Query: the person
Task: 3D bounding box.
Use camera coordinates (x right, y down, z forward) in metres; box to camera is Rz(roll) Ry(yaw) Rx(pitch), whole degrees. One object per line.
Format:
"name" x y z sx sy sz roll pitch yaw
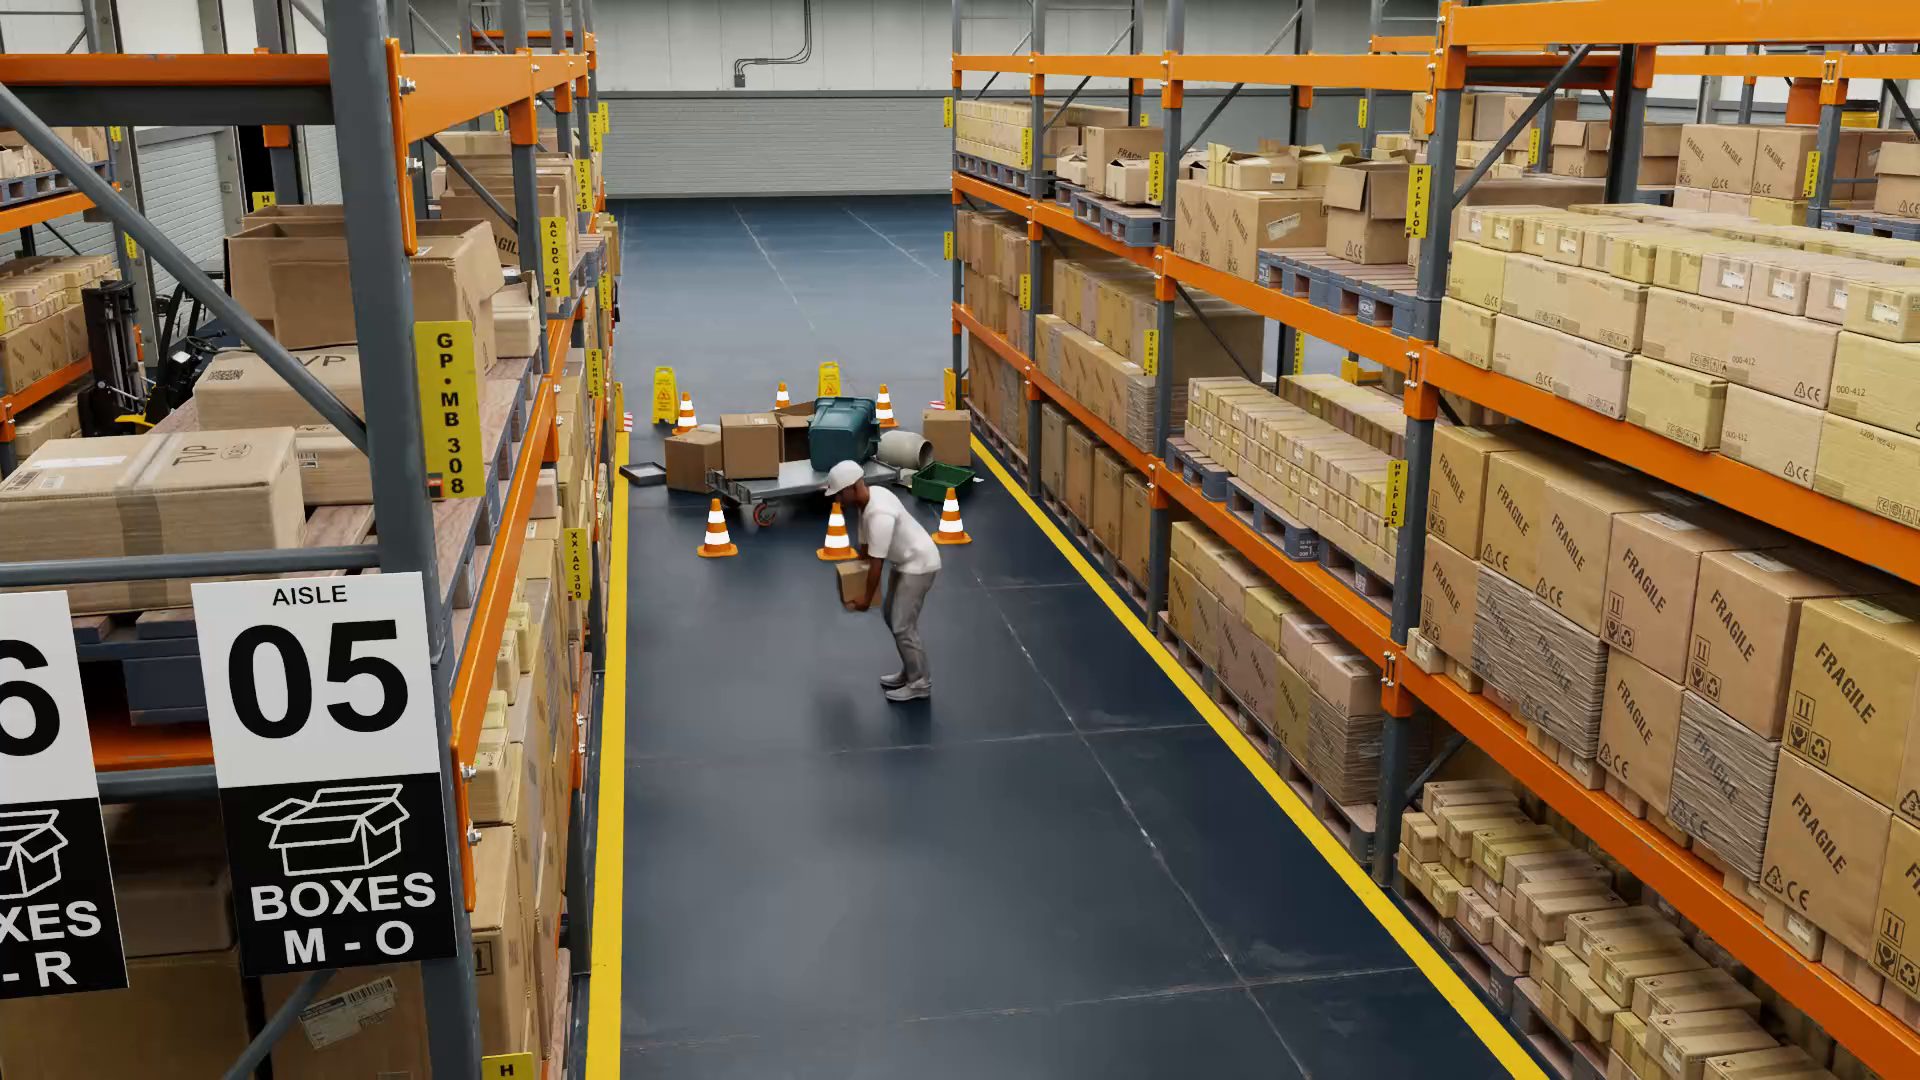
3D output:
"person" -0.502 0.255 10.897 0.750 1.608 0.480 -3 17 -12
